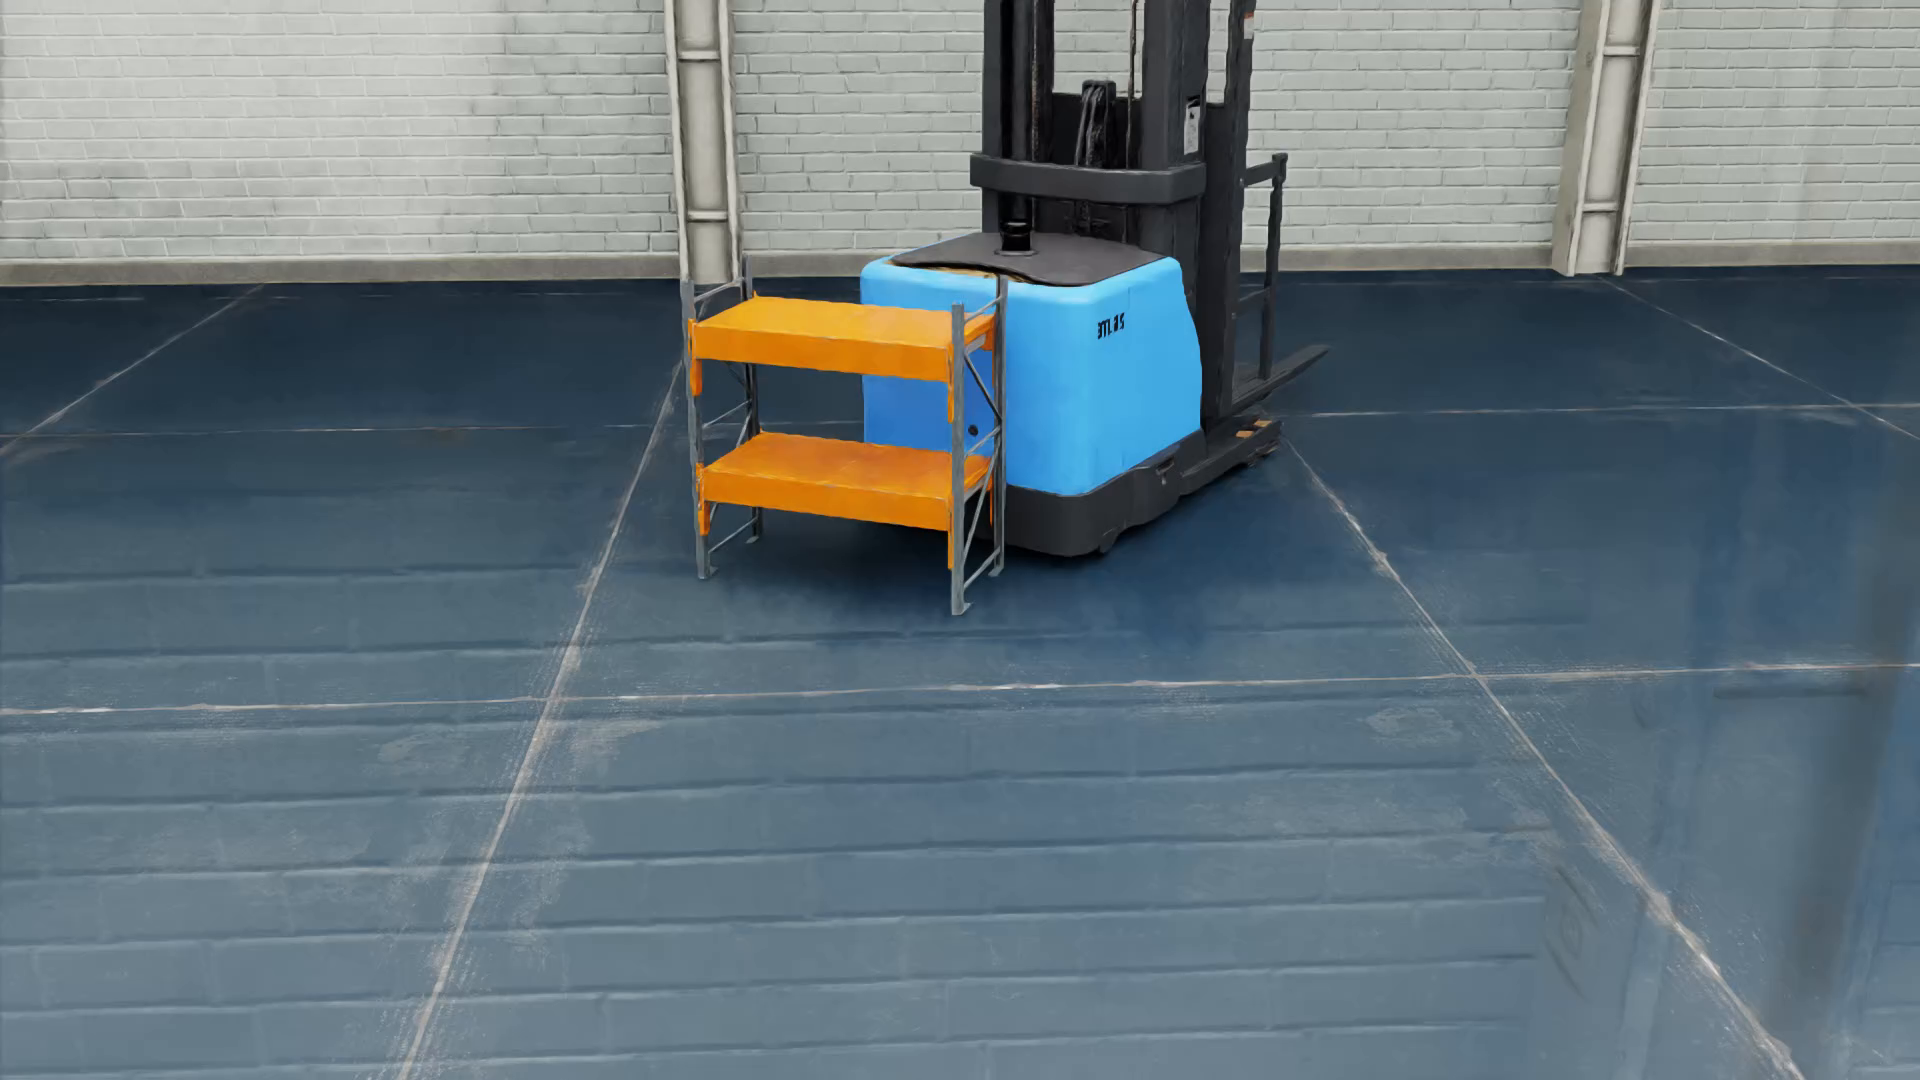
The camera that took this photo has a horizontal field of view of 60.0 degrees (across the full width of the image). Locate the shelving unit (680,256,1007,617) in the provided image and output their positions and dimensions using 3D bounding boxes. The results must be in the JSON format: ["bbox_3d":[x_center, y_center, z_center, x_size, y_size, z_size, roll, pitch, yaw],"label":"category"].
[{"bbox_3d":[-0.407,-0.400,6.092,1.048,1.125,0.538,7,22,19],"label":"shelving unit"}]

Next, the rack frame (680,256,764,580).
[{"bbox_3d":[-0.885,-0.462,6.254,0.032,1.125,0.500,7,22,19],"label":"rack frame"}]

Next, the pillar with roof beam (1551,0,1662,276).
[{"bbox_3d":[4.572,-4.535,5.884,0.400,9.000,9.100,-1,21,-3],"label":"pillar with roof beam"}]

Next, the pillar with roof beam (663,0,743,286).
[{"bbox_3d":[-1.419,-4.413,5.564,0.400,9.000,9.100,-1,21,-3],"label":"pillar with roof beam"}]

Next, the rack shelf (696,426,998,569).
[{"bbox_3d":[-0.407,-0.172,6.179,1.000,0.278,0.538,7,22,19],"label":"rack shelf"}]

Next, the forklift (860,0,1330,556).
[{"bbox_3d":[0.821,-1.780,7.176,1.130,2.935,3.031,13,24,30],"label":"forklift"}]

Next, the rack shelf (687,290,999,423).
[{"bbox_3d":[-0.407,-0.674,5.988,1.000,0.278,0.538,7,22,19],"label":"rack shelf"}]

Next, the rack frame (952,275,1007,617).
[{"bbox_3d":[0.071,-0.339,5.930,0.032,1.125,0.500,7,22,19],"label":"rack frame"}]
